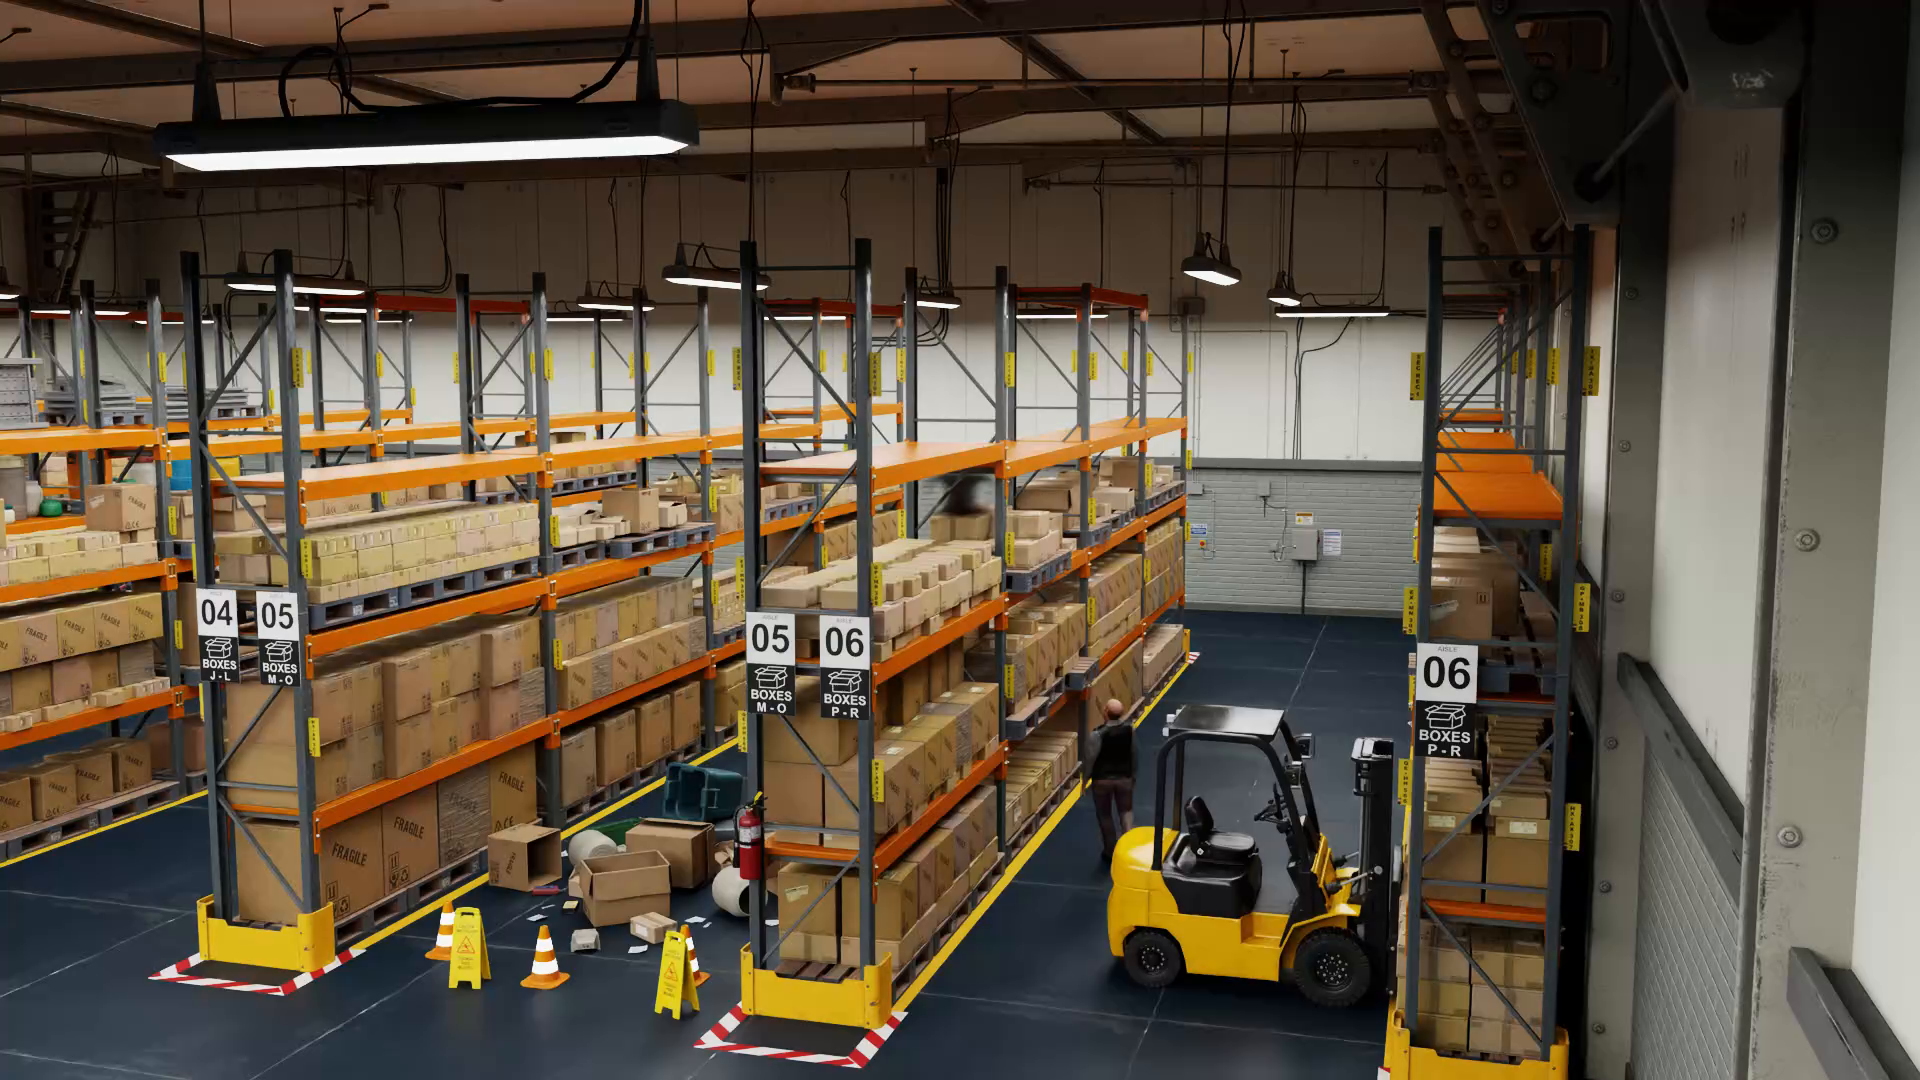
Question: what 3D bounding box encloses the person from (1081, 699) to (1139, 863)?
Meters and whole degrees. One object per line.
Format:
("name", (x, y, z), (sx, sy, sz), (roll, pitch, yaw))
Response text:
("person", (1.531, 2.446, 16.760), (0.604, 1.705, 0.669), (-1, 6, -8))
